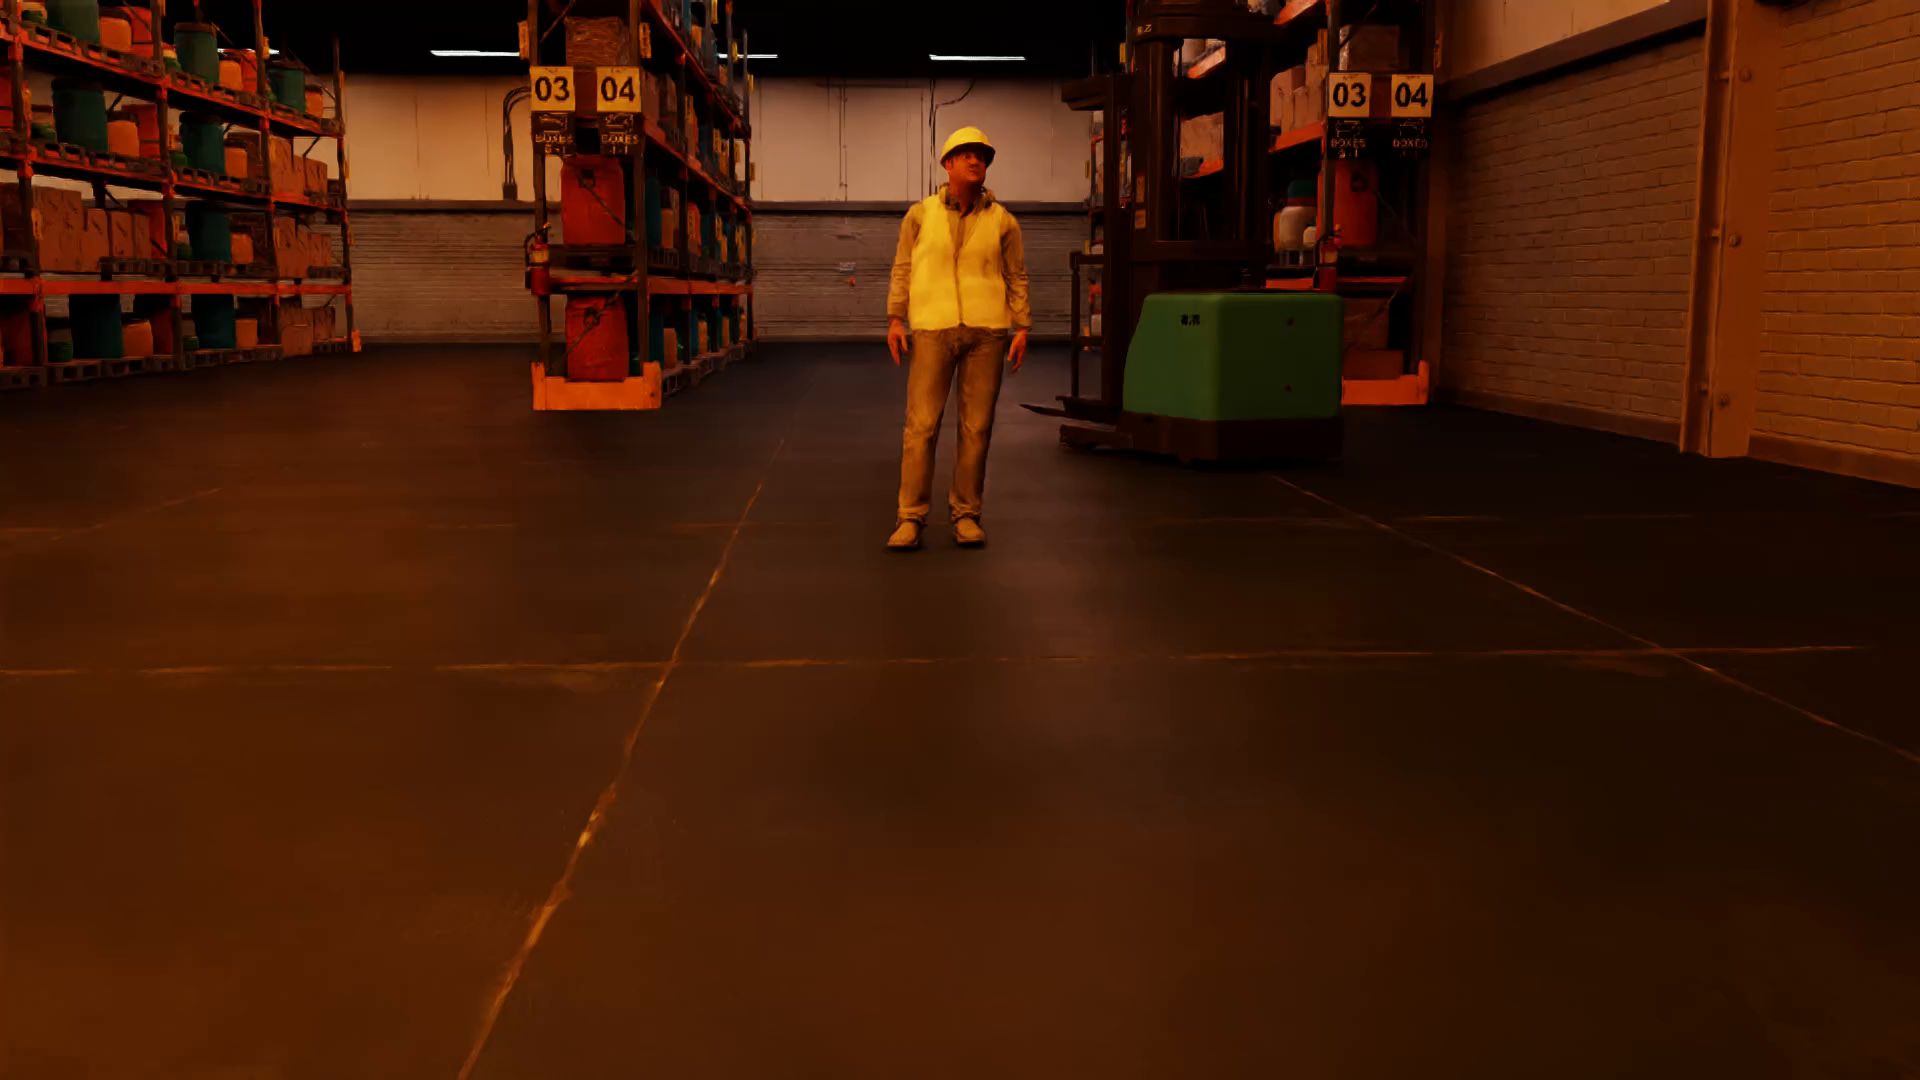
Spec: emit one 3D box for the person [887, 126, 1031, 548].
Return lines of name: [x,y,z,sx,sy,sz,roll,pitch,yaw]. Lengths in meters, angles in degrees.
person: [-0.004,-0.876,7.116,0.632,1.773,0.567,-1,8,-4]

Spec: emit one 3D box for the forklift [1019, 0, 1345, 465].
forklift: [1.362,-2.092,11.420,1.130,2.935,3.031,-4,9,-23]
